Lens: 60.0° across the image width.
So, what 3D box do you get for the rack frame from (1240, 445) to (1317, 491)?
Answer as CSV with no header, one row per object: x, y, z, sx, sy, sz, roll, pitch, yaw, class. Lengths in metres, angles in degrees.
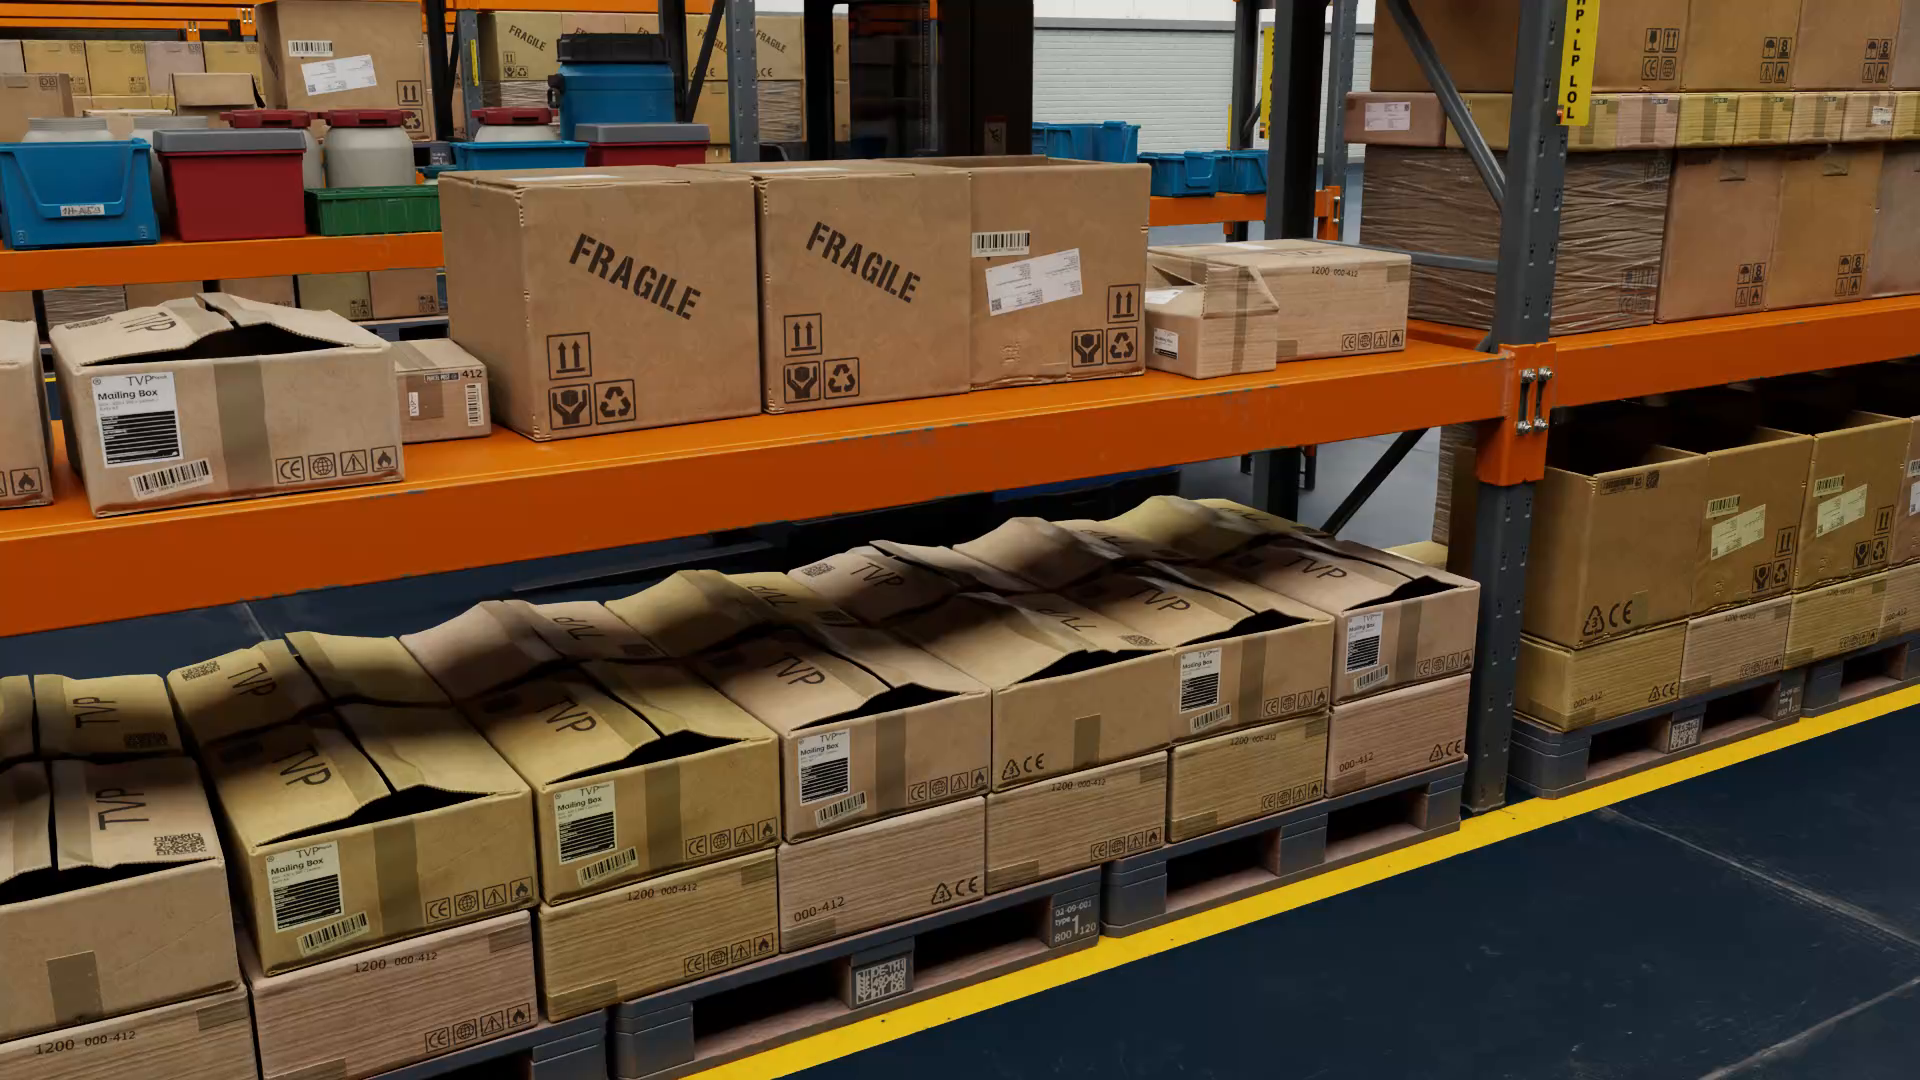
1.616,-0.844,8.336,0.032,1.125,0.500,-10,19,-33,rack frame

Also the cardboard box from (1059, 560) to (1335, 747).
0.591,0.254,4.224,0.500,0.311,0.500,-9,18,-28,cardboard box

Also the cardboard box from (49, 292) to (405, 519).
-1.330,-0.275,2.998,0.500,0.311,0.500,-9,18,-30,cardboard box

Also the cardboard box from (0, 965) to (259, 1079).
-1.596,0.879,3.034,0.500,0.250,0.500,-9,18,-30,cardboard box

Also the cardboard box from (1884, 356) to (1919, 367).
3.660,-0.497,6.551,0.500,0.500,0.500,-9,18,-30,cardboard box

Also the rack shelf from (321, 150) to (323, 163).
-8.048,-3.624,16.114,4.000,0.370,1.077,-9,18,-30,rack shelf

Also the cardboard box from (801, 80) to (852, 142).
-1.289,-3.667,14.197,0.500,0.500,0.875,-9,18,-30,cardboard box

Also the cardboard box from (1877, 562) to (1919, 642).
3.074,0.126,5.721,0.500,0.250,0.500,-9,18,-30,cardboard box

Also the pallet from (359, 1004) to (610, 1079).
-1.470,0.999,3.455,1.213,0.211,1.003,-9,18,-30,pallet

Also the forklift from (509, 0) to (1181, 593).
-0.522,-1.316,6.675,3.031,2.935,1.130,-10,19,-33,forklift

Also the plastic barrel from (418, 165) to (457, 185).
-2.529,-1.726,8.265,0.301,0.262,0.301,0,16,0,plastic barrel

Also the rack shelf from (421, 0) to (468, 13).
-5.580,-3.907,11.565,4.000,0.370,1.077,-9,18,-30,rack shelf

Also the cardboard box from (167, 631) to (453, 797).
-1.432,0.410,3.667,0.500,0.311,0.500,-10,18,-31,cardboard box

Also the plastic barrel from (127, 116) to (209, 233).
-3.611,-1.690,7.673,0.421,0.512,0.421,0,16,0,plastic barrel

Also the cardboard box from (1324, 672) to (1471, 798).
1.027,0.452,4.556,0.500,0.250,0.500,-9,18,-30,cardboard box

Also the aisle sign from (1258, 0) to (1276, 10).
2.025,-3.826,10.687,0.004,0.787,0.394,-9,18,-30,aisle sign

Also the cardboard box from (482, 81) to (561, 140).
-3.448,-3.326,12.983,0.500,0.500,0.875,-9,18,-30,cardboard box

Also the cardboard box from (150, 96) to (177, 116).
-7.509,-4.022,16.014,0.500,0.500,0.500,-9,18,-29,cardboard box

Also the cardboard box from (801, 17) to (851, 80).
-1.207,-4.111,13.930,0.500,0.500,0.500,-9,18,-30,cardboard box

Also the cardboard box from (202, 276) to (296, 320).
-5.301,-1.875,12.357,0.500,0.500,0.700,-11,19,-34,cardboard box

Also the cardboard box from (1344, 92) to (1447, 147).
1.356,-1.242,4.897,0.250,0.149,0.380,-9,18,-30,cardboard box

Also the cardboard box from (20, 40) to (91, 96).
-8.501,-4.425,15.599,0.500,0.500,0.700,-10,18,-31,cardboard box

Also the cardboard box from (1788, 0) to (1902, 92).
2.472,-1.670,5.222,0.500,0.500,0.700,-9,18,-30,cardboard box

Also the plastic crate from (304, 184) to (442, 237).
-2.662,-1.531,7.708,0.662,0.188,0.450,-9,18,-30,plastic crate

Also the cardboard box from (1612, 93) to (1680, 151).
1.778,-1.182,4.683,0.250,0.149,0.380,-9,18,-29,cardboard box

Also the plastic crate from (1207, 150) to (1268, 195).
1.839,-2.286,10.285,0.616,0.251,0.499,-9,18,-30,plastic crate

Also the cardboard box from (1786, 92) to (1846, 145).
2.438,-1.290,5.066,0.250,0.149,0.380,-10,18,-32,cardboard box

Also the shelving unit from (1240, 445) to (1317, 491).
1.196,-0.767,8.061,1.048,1.125,0.538,-10,19,-33,shelving unit

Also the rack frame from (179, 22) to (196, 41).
-11.529,-6.528,25.139,0.127,3.000,1.000,-9,18,-30,rack frame

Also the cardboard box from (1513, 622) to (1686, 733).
1.786,0.333,4.980,0.500,0.250,0.500,-9,18,-30,cardboard box

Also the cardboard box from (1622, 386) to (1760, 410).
2.379,-0.286,5.799,0.500,0.500,0.500,-9,18,-30,cardboard box

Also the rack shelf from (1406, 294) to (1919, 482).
2.947,-0.726,5.775,4.000,0.370,1.077,-9,18,-30,rack shelf

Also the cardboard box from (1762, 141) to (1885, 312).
2.491,-1.049,5.410,0.500,0.500,0.700,-9,18,-29,cardboard box

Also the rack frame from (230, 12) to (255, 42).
-8.969,-5.380,21.044,0.127,3.000,1.000,-9,18,-30,rack frame

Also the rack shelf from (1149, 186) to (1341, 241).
0.399,-1.873,9.865,4.000,0.370,1.077,-9,18,-30,rack shelf

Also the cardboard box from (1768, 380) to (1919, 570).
3.076,-0.235,5.617,0.500,0.500,0.500,-9,18,-30,cardboard box

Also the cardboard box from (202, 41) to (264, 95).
-7.196,-4.636,16.352,0.500,0.500,0.700,-10,18,-31,cardboard box

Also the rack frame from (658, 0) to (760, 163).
-1.315,-1.941,8.776,0.127,3.000,1.000,-9,18,-30,rack frame

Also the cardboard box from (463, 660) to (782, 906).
-0.711,0.463,3.477,0.500,0.311,0.500,-10,18,-31,cardboard box

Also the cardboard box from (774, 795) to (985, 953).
-0.283,0.664,3.801,0.500,0.250,0.500,-9,18,-29,cardboard box

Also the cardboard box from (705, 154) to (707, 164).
-2.248,-3.138,13.512,0.250,0.149,0.380,-9,18,-30,cardboard box

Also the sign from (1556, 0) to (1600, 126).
1.521,-1.190,4.097,0.005,0.325,0.100,-9,18,-30,sign

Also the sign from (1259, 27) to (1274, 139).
0.946,-1.377,5.016,0.005,0.325,0.100,-9,18,-30,sign

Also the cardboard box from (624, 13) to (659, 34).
-2.492,-3.903,13.186,0.500,0.500,0.500,-9,18,-30,cardboard box

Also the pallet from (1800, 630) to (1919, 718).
2.983,0.277,6.031,1.213,0.211,1.003,-9,18,-30,pallet

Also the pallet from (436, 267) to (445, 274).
-5.641,-2.993,17.697,1.213,0.211,1.003,-9,18,-30,pallet

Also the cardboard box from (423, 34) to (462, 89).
-5.588,-4.987,17.366,0.550,0.550,0.875,-9,18,-30,cardboard box

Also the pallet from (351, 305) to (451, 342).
-4.532,-1.636,12.853,1.213,0.211,1.003,-9,18,-30,pallet

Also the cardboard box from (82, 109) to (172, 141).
-5.739,-2.841,11.486,0.500,0.250,0.500,-10,18,-31,cardboard box

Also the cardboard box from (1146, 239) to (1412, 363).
0.833,-0.644,4.426,0.500,0.250,0.500,-8,18,-26,cardboard box

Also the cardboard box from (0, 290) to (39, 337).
-6.731,-1.637,11.508,0.500,0.500,0.700,-10,19,-33,cardboard box

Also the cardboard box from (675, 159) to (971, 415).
-0.315,-0.597,3.796,0.500,0.500,0.500,-9,18,-30,cardboard box

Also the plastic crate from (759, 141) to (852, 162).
-0.801,-1.954,8.939,0.504,0.338,0.767,-9,18,-30,plastic crate

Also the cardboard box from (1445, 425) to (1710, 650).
1.792,-0.026,4.871,0.500,0.500,0.500,-9,18,-30,cardboard box

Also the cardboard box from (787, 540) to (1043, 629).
-0.125,0.198,4.424,0.500,0.311,0.500,-10,18,-32,cardboard box
